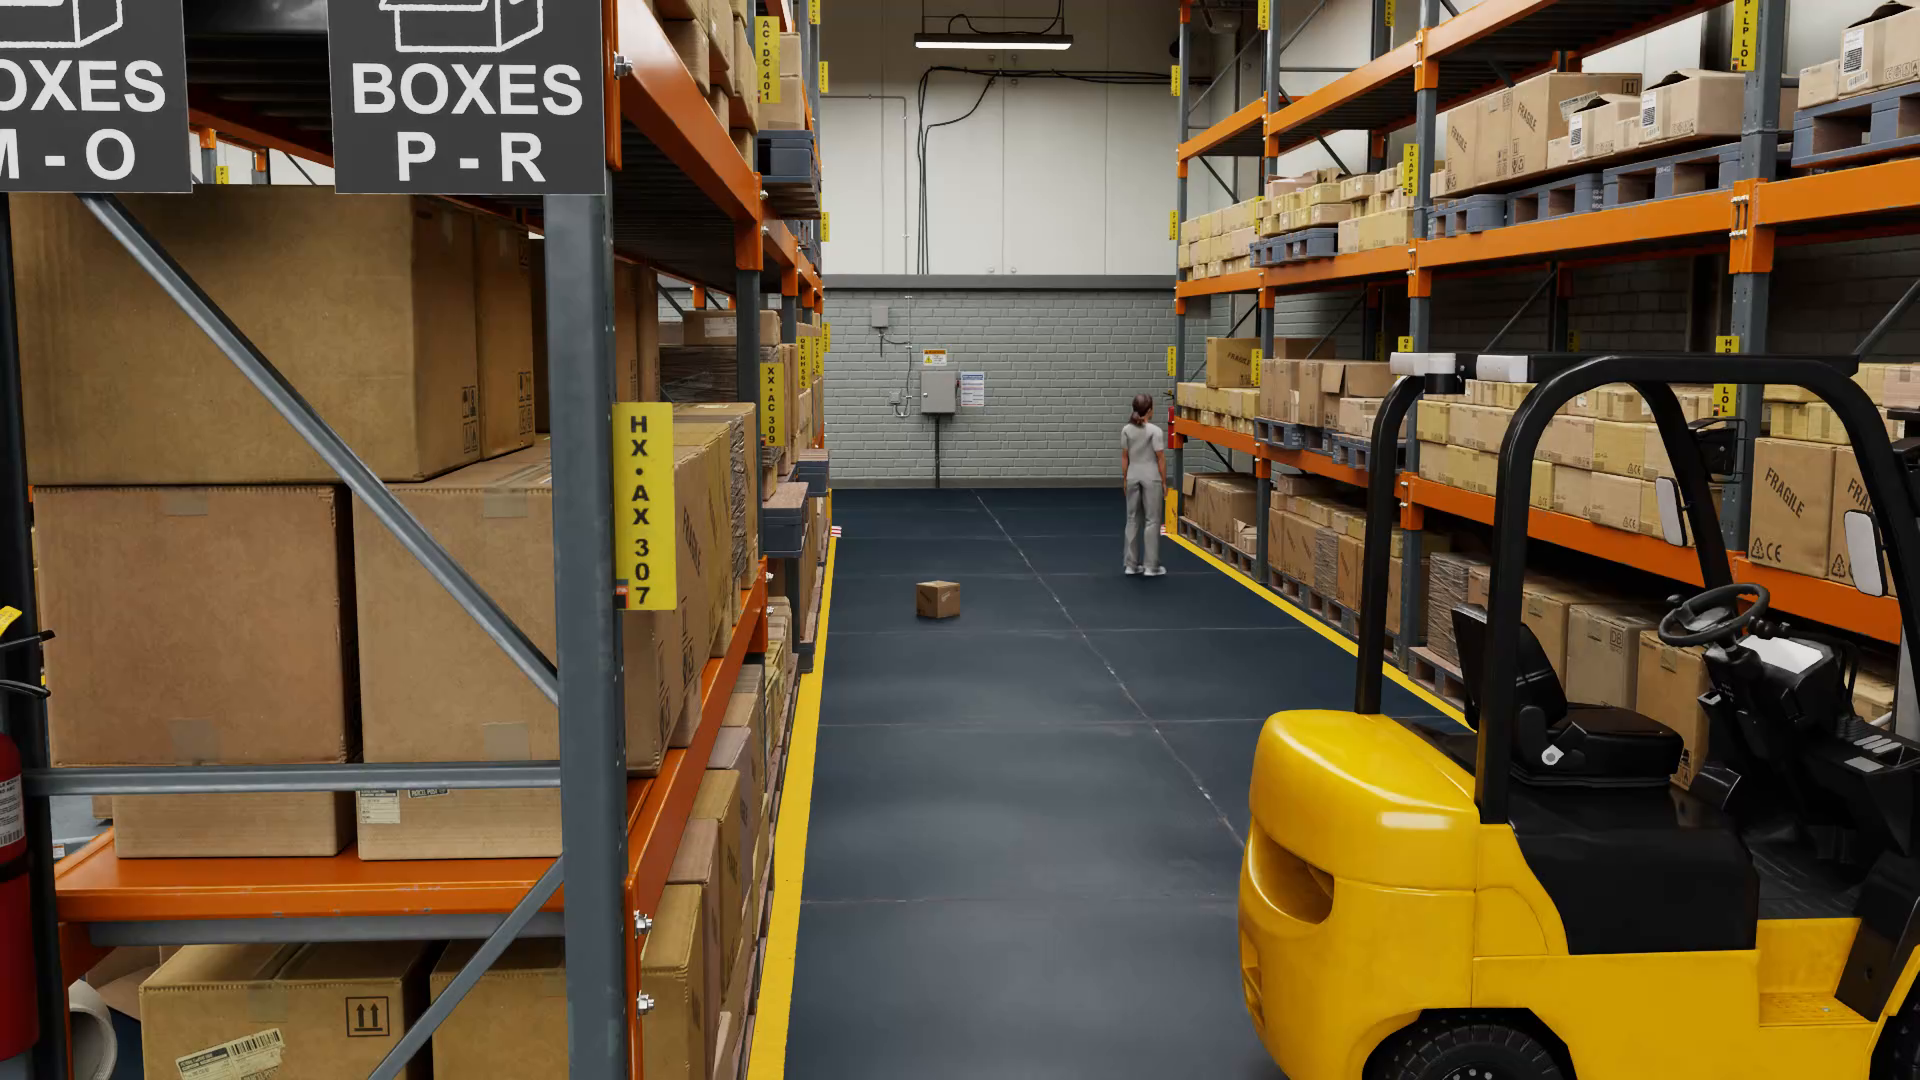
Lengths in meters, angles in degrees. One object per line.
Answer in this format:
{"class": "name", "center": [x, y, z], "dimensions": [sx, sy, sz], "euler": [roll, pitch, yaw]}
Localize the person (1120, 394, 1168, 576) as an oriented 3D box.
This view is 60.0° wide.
{"class": "person", "center": [1.703, -0.507, 15.341], "dimensions": [0.441, 1.678, 0.403], "euler": [4, 8, 33]}
